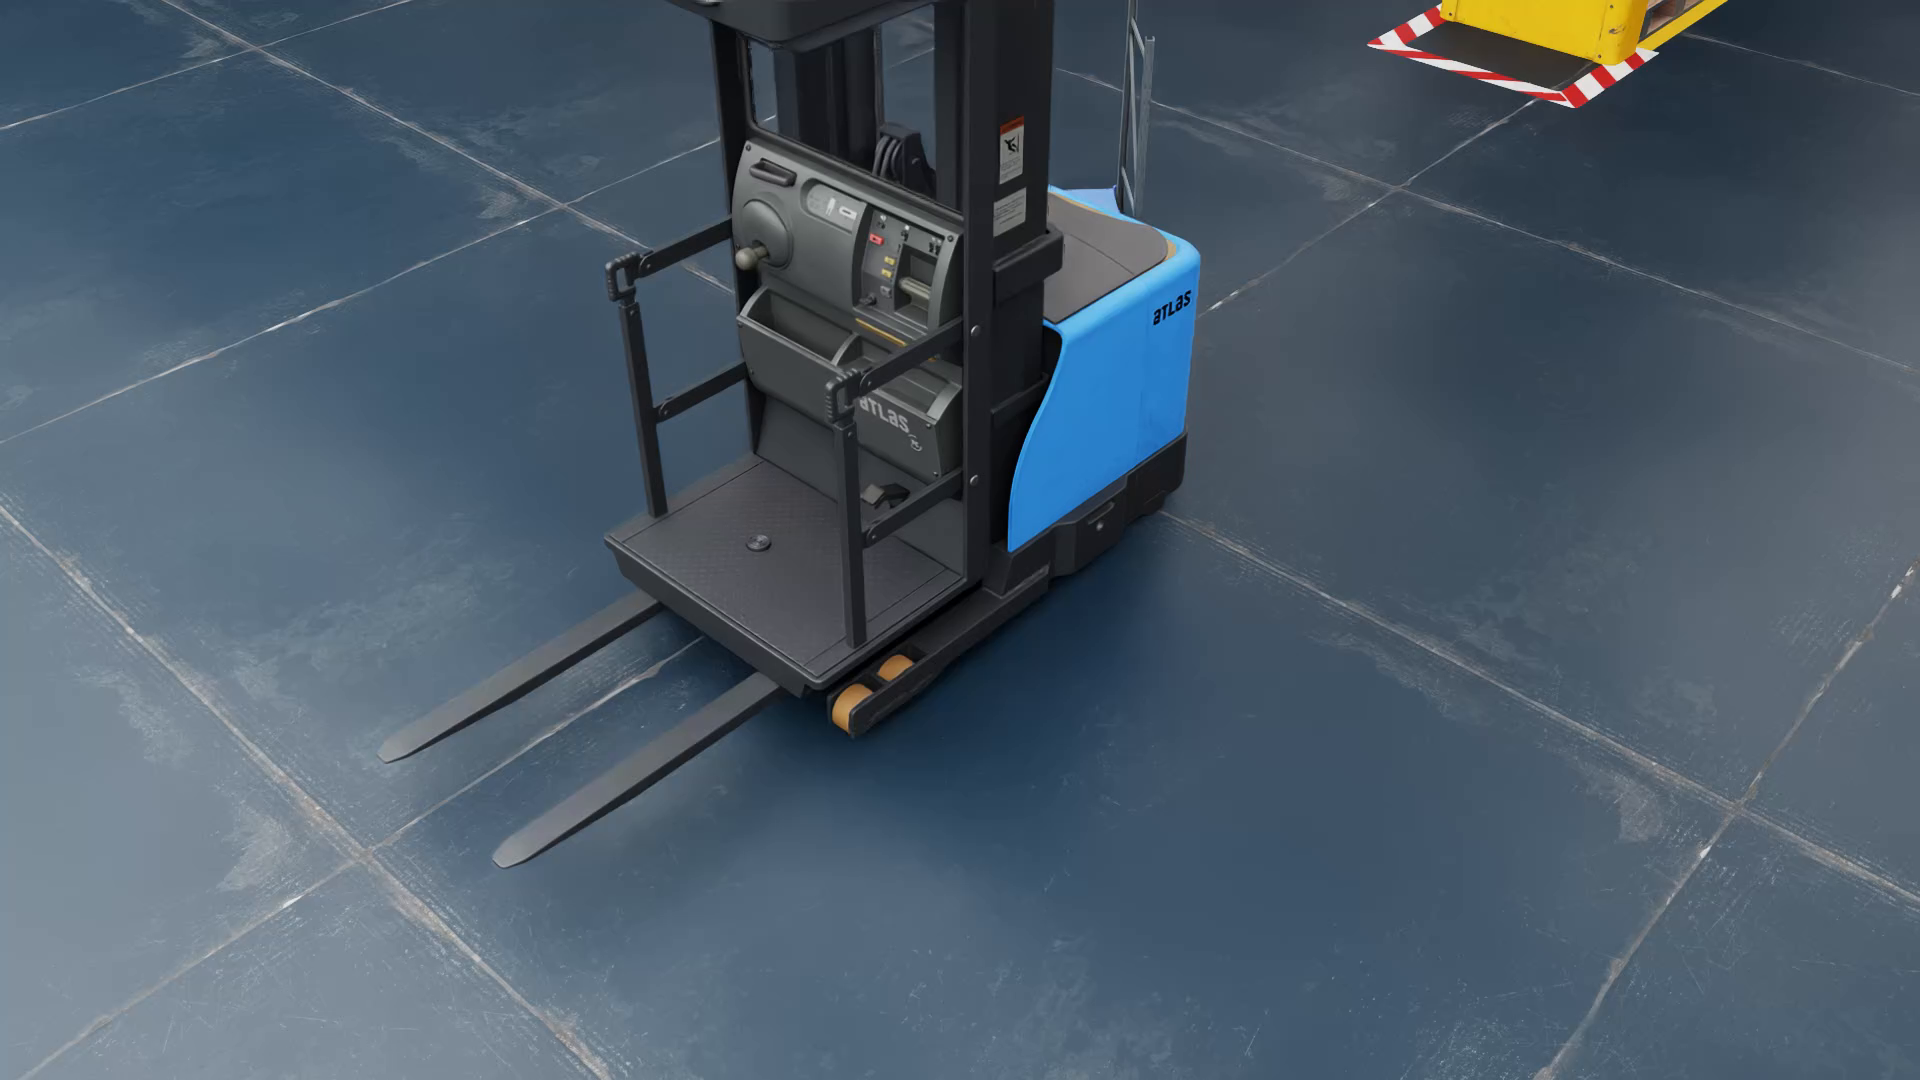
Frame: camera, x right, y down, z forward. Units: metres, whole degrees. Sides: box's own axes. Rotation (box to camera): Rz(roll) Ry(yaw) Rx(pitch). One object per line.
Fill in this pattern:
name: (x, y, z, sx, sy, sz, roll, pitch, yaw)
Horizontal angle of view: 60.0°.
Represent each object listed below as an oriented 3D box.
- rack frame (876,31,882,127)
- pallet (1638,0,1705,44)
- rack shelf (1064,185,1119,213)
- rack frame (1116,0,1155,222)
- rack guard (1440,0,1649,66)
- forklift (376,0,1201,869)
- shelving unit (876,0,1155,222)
rack frame: (-0.319, -1.388, 6.791, 0.032, 1.500, 0.500, -2, 39, -2)
pallet: (4.081, -3.530, 10.519, 1.003, 0.211, 1.213, 30, 47, 32)
rack shelf: (0.188, -1.264, 6.924, 1.000, 0.185, 0.538, -2, 39, -2)
rack frame: (0.696, -1.422, 6.833, 0.032, 1.500, 0.500, -2, 39, -2)
rack guard: (3.506, -3.284, 9.979, 1.175, 0.500, 0.348, 30, 47, 32)
forklift: (-0.509, -0.870, 4.989, 1.130, 2.935, 3.031, 30, 47, 32)
shelving unit: (0.188, -1.405, 6.812, 1.048, 1.500, 0.538, -2, 39, -2)
